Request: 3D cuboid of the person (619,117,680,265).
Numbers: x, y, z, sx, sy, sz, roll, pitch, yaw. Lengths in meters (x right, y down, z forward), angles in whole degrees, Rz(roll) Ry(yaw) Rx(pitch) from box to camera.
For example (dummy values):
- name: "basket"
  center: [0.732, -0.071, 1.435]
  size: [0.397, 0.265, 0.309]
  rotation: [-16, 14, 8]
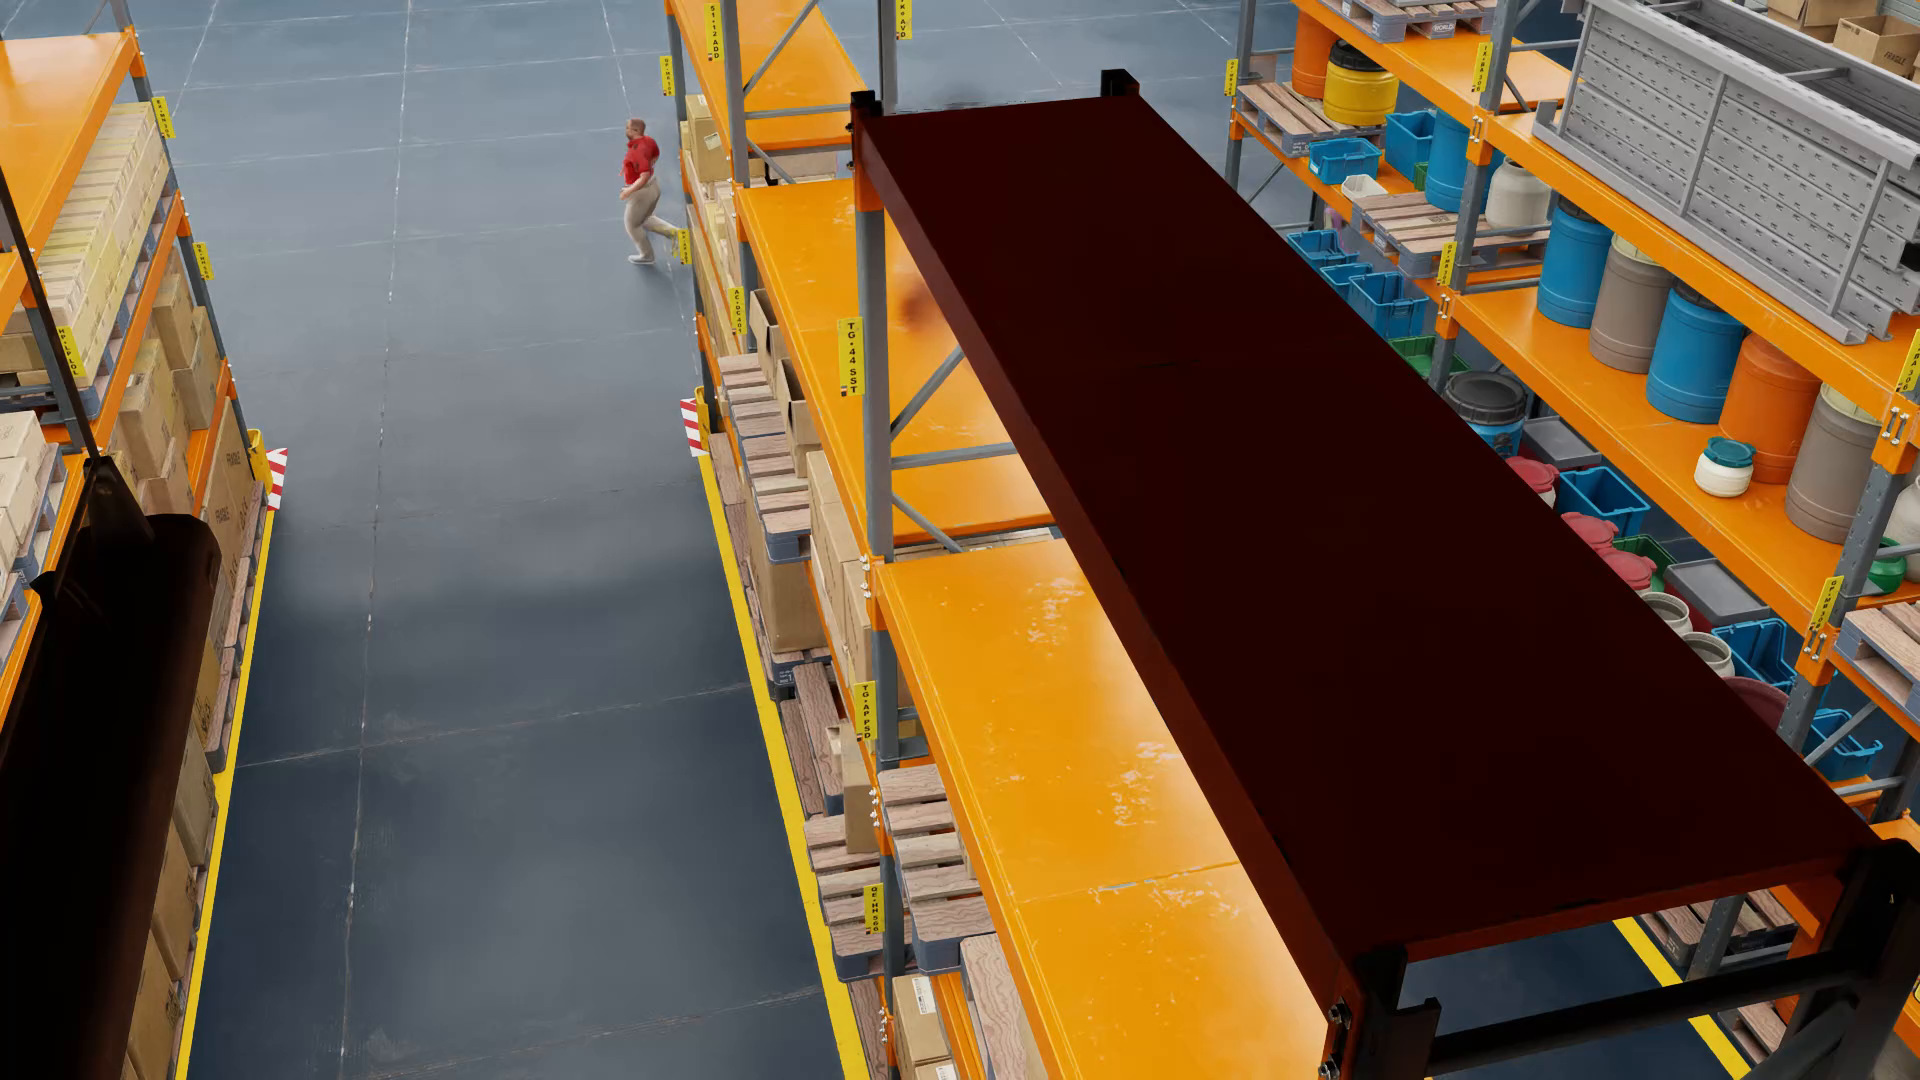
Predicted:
- name: "person"
  center: [-3.415, -3.789, 18.132]
  size: [0.679, 1.683, 0.658]
  rotation: [4, 35, 6]

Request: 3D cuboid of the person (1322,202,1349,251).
- name: "person"
  center: [3.798, -2.861, 16.891]
  size: [0.704, 1.573, 0.578]
  rotation: [14, 37, 20]

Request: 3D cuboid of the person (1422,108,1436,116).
- name: "person"
  center: [5.094, -4.030, 18.546]
  size: [0.578, 1.615, 0.605]
  rotation: [6, 35, 9]
